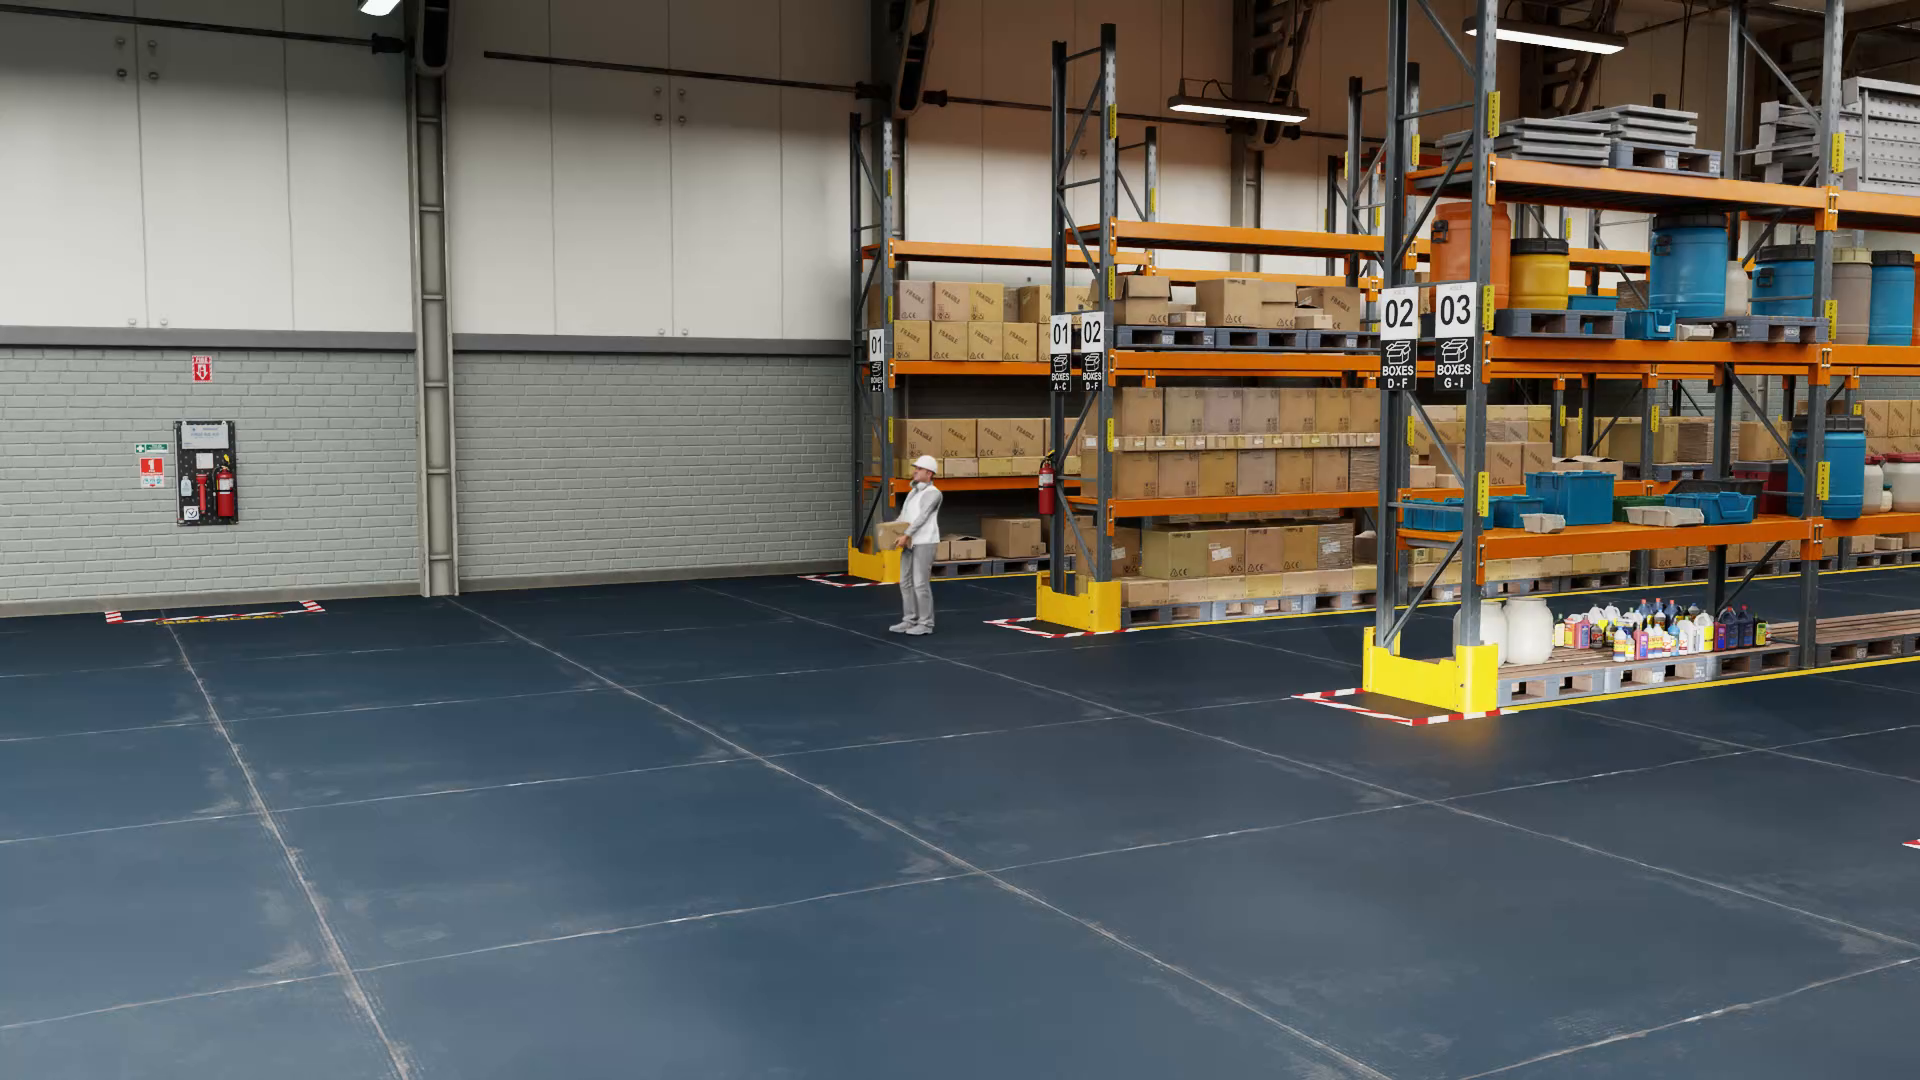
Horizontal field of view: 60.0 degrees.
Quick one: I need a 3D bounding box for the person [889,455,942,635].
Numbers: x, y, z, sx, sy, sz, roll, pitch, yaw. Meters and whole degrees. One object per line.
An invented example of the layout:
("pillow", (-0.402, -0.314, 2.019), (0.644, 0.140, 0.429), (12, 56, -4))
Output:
("person", (-0.478, 0.048, 16.533), (0.548, 1.774, 0.501), (-3, 6, -29))
